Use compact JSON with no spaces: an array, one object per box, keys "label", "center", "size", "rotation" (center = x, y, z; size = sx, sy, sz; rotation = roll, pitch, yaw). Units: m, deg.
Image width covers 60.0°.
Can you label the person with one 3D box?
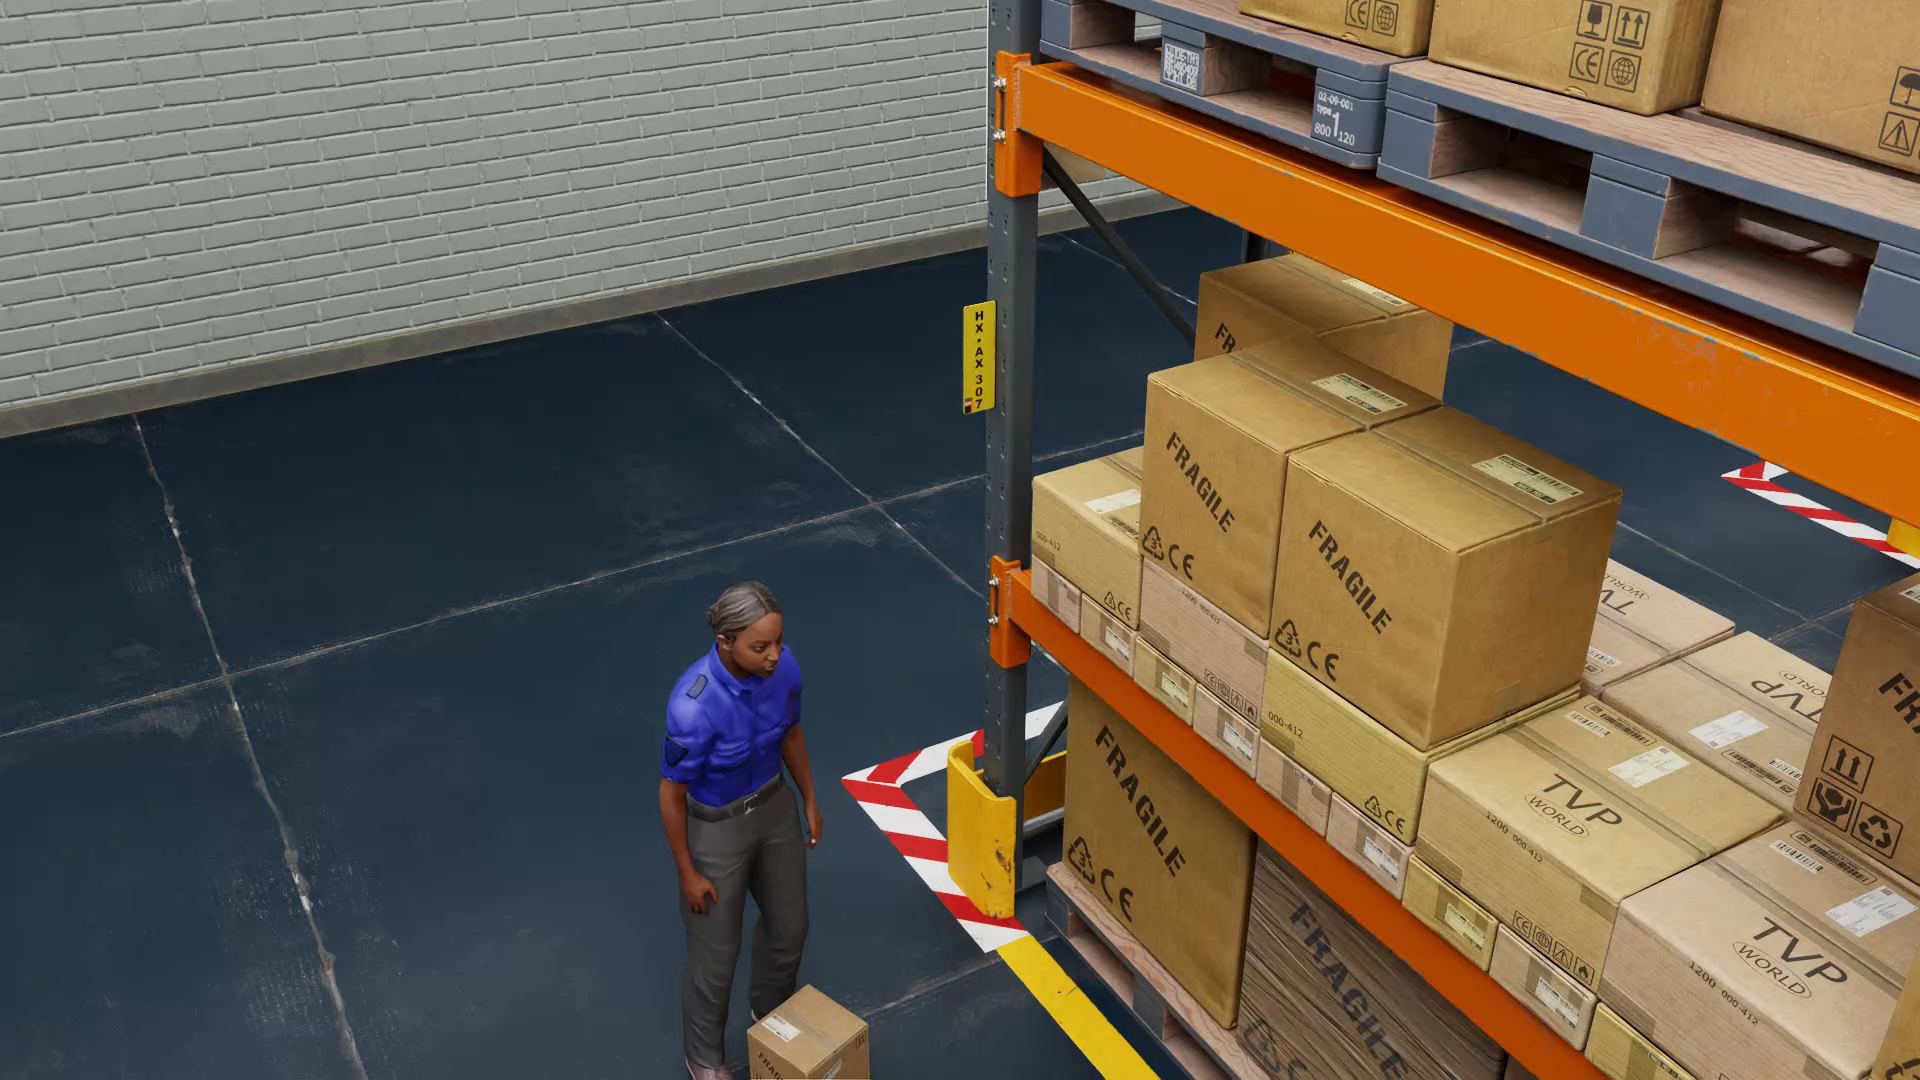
[{"label":"person","center":[-0.617,0.832,4.641],"size":[0.346,1.656,0.513],"rotation":[25,37,37]}]
